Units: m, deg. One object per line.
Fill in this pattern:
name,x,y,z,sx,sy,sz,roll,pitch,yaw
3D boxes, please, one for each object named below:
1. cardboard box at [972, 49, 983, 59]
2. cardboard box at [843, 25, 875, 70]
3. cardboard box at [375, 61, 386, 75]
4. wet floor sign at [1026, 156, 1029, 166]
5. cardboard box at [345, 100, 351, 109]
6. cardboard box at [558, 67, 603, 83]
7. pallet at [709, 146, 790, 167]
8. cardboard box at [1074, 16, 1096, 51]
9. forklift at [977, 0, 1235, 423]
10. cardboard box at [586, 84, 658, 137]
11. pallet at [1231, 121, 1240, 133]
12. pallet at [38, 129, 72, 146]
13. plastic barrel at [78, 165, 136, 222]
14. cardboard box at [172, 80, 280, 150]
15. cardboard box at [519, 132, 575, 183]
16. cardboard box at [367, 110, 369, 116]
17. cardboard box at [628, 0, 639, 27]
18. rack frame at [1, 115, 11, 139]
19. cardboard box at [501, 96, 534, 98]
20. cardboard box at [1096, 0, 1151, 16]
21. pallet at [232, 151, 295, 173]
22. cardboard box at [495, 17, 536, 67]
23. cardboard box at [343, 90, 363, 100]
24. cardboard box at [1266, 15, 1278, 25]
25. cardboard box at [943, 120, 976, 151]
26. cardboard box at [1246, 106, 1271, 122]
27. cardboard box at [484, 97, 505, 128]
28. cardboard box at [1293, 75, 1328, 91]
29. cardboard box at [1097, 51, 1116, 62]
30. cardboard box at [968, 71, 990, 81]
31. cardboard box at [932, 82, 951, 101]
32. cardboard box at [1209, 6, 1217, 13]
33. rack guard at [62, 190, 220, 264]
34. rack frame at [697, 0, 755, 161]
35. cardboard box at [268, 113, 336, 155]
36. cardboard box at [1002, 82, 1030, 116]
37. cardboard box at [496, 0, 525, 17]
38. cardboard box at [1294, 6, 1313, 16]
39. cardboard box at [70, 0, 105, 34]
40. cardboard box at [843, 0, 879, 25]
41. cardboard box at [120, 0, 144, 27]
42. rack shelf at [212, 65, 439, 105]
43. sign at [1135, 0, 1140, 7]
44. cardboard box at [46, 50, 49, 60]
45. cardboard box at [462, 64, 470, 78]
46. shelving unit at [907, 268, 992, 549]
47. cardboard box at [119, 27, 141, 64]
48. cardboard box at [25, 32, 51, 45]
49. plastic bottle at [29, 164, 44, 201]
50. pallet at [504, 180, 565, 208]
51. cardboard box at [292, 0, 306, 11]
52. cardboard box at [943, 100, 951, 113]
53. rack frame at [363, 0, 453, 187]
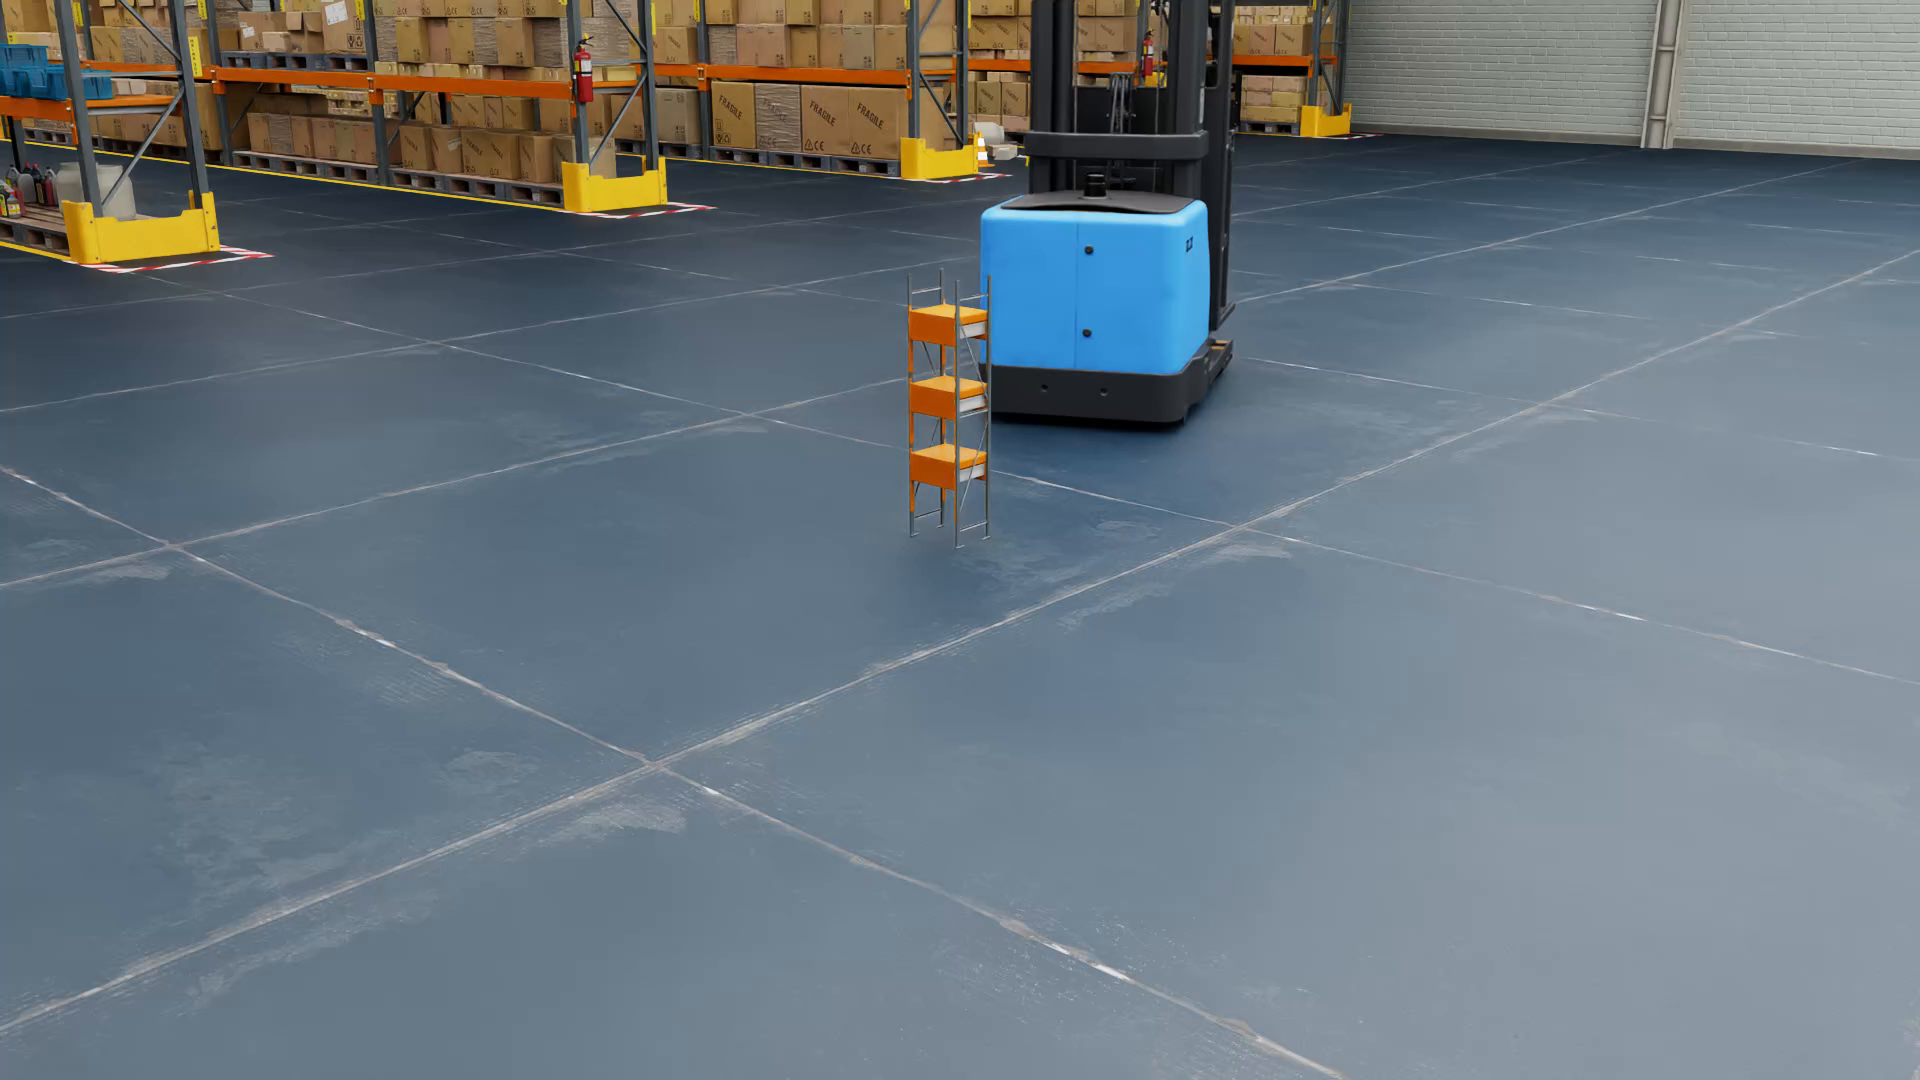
cardboard box,0.410,-7.709,26.359,0.250,0.149,0.380,15,23,39
cardboard box,-1.007,-6.348,21.407,0.550,0.550,0.875,15,23,39
cardboard box,-6.672,-5.577,19.641,0.250,0.149,0.380,15,23,39
wet floor sign,1.063,-5.427,22.644,0.232,0.644,0.267,11,20,30
cardboard box,-10.802,-7.833,29.860,0.250,0.149,0.380,16,24,42
cardboard box,-3.991,-4.895,17.494,0.250,0.149,0.380,15,23,39
pallet,-2.748,-5.410,23.310,1.213,0.211,1.003,15,23,39
cardboard box,1.977,-7.584,24.894,0.500,0.500,0.500,15,23,39
forklift,0.988,-2.383,9.275,1.130,2.935,3.031,5,18,15
cardboard box,-5.205,-6.523,25.233,0.750,0.750,1.050,15,23,40
pallet,4.721,-7.431,29.676,1.213,0.211,1.003,15,23,39
pallet,-14.050,-6.500,26.745,1.213,0.211,1.003,15,23,39
plastic barrel,-7.471,-3.013,14.566,0.421,0.512,0.421,0,18,0
cardboard box,-10.127,-5.942,23.193,0.875,0.875,1.225,14,22,37
cardboard box,-4.567,-4.255,18.498,0.500,0.500,0.500,-11,21,-31
cardboard box,-10.263,-7.549,29.458,0.250,0.149,0.380,14,23,38
cardboard box,-4.404,-7.737,24.213,0.500,0.500,0.700,15,23,40
rack frame,-15.608,-8.217,27.545,0.127,3.000,1.000,15,23,39
cardboard box,-6.942,-7.157,26.403,0.500,0.250,0.500,14,23,38
cardboard box,2.410,-7.966,24.444,0.500,0.500,0.700,14,23,38
pallet,-9.041,-5.125,22.410,1.213,0.211,1.003,15,23,39
cardboard box,-4.488,-5.384,17.961,0.500,0.500,0.875,15,23,39
cardboard box,-10.825,-7.973,29.812,0.250,0.149,0.380,15,23,39
cardboard box,5.419,-8.844,28.283,0.250,0.149,0.380,16,23,40
cardboard box,-0.057,-5.837,24.171,0.637,0.503,0.797,0,18,2
cardboard box,5.302,-7.385,28.774,0.500,0.250,0.500,15,23,39
cardboard box,-7.308,-6.900,26.832,0.500,0.500,0.500,16,24,41
cardboard box,5.995,-7.876,28.669,0.500,0.250,0.500,15,23,38
cardboard box,2.252,-7.180,24.691,0.250,0.149,0.380,15,23,39
cardboard box,0.261,-7.388,26.471,0.250,0.149,0.380,15,23,40
cardboard box,-0.214,-9.022,33.519,0.500,0.500,0.500,16,24,41
cardboard box,4.493,-9.254,29.084,0.250,0.149,0.380,15,23,39
rack guard,-7.017,-2.697,14.284,0.348,0.500,1.175,15,23,39
rack frame,-3.265,-6.910,23.425,0.127,3.000,1.000,15,23,39
cardboard box,-8.687,-5.391,22.044,0.500,0.500,0.700,13,22,35
cardboard box,1.002,-6.908,26.032,0.500,0.500,0.500,17,24,42
cardboard box,-4.594,-5.824,17.695,0.500,0.500,0.500,15,23,39
cardboard box,5.821,-8.893,27.946,0.250,0.149,0.380,15,23,39
cardboard box,-13.138,-7.874,24.979,0.500,0.500,0.500,16,24,41
cardboard box,-0.997,-6.866,21.253,0.550,0.550,0.875,15,23,39
cardboard box,-11.627,-7.673,24.007,0.637,0.503,0.797,15,23,40
rack shelf,-8.129,-5.867,21.327,4.000,0.370,1.077,15,23,39
sign,2.554,-7.828,23.881,0.005,0.325,0.100,15,23,39
cardboard box,-14.023,-7.539,25.825,0.250,0.149,0.380,15,23,38
cardboard box,-5.324,-5.239,18.575,0.250,0.149,0.380,15,23,39
shelving unit,-0.040,-0.511,6.487,0.252,1.050,0.215,15,23,39
cardboard box,-11.687,-7.112,23.896,0.500,0.500,0.500,14,23,38
cardboard box,-14.268,-7.822,26.056,0.500,0.250,0.500,14,23,38
plastic bottle,-9.104,-3.532,16.433,0.185,0.351,0.144,14,22,37
pallet,-4.282,-3.862,18.432,1.213,0.211,1.003,15,23,39
cardboard box,-11.699,-9.735,30.018,0.500,0.500,0.500,16,24,41
cardboard box,-0.449,-7.102,27.682,0.625,0.372,0.950,15,23,40
rack frame,-6.633,-5.808,19.953,0.127,3.000,1.000,15,23,39
